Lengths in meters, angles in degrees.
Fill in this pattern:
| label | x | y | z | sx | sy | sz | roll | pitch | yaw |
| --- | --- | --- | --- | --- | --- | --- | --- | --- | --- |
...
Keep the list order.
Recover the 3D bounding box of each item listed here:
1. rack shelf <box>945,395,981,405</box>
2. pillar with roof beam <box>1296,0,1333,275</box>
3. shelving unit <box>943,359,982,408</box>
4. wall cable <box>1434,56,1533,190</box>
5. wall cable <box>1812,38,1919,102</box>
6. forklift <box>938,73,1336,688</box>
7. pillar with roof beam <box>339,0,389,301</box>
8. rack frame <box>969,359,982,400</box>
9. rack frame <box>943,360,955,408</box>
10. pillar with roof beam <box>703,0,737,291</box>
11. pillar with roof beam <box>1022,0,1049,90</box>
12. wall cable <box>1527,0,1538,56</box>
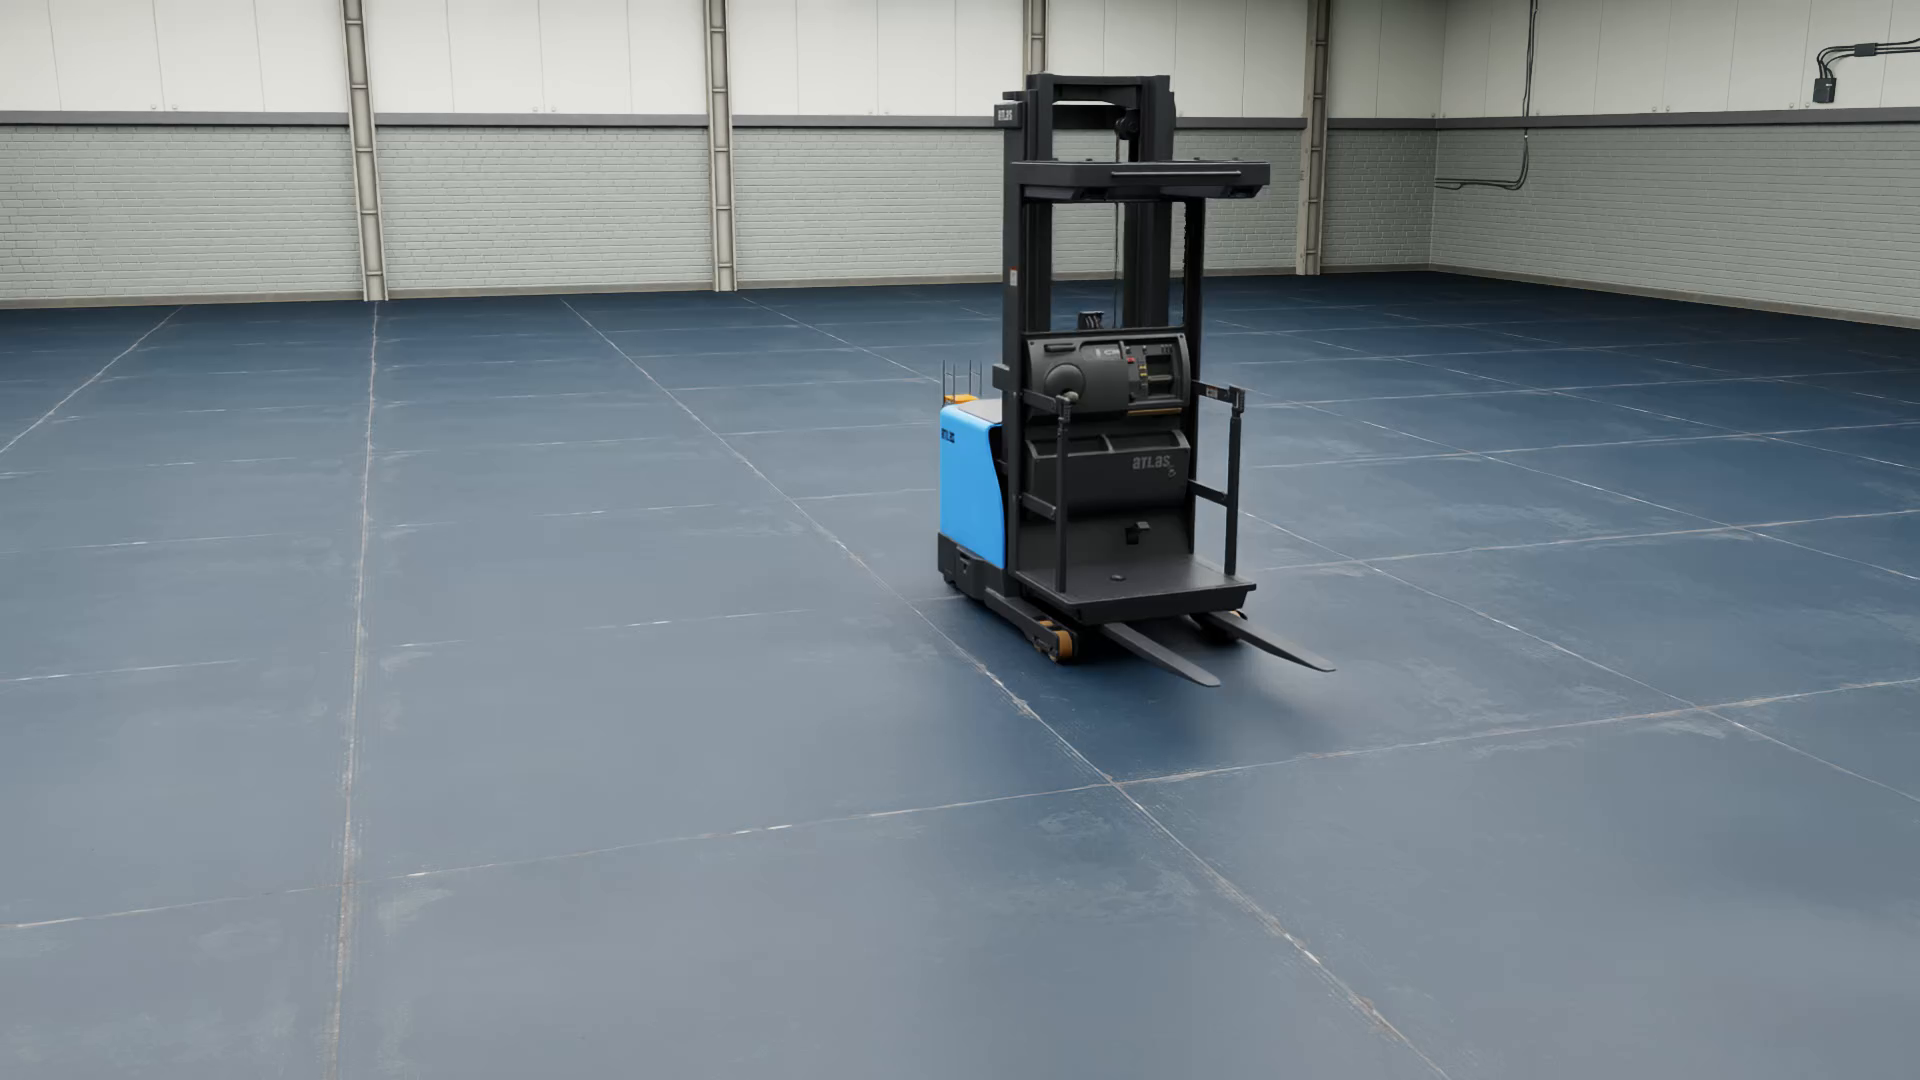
| label | x | y | z | sx | sy | sz | roll | pitch | yaw |
| --- | --- | --- | --- | --- | --- | --- | --- | --- | --- |
| rack shelf | 0.014 | -0.892 | 10.935 | 0.180 | 0.103 | 0.258 | -4 | 14 | -18 |
| pillar with roof beam | 8.471 | -8.862 | 28.955 | 0.400 | 9.000 | 9.100 | -4 | 14 | -18 |
| shelving unit | 0.014 | -0.585 | 11.008 | 0.189 | 1.200 | 0.258 | -4 | 14 | -18 |
| wall cable | 10.312 | -8.223 | 32.978 | 0.112 | 2.526 | 3.097 | -4 | 14 | -18 |
| wall cable | 13.324 | -9.305 | 23.467 | 0.169 | 6.003 | 2.305 | -4 | 14 | -18 |
| forklift | 0.874 | -0.909 | 8.632 | 1.130 | 2.935 | 3.031 | -5 | 14 | -21 |
| pillar with roof beam | -8.589 | -7.534 | 23.370 | 0.400 | 9.000 | 9.100 | -4 | 14 | -18 |
| rack frame | 0.100 | -0.592 | 11.037 | 0.006 | 1.200 | 0.240 | -4 | 14 | -18 |
| rack frame | -0.073 | -0.578 | 10.980 | 0.006 | 1.200 | 0.240 | -4 | 14 | -18 |
| pillar with roof beam | -2.903 | -7.977 | 25.231 | 0.400 | 9.000 | 9.100 | -4 | 14 | -18 |
| pillar with roof beam | 2.784 | -8.420 | 27.093 | 0.400 | 9.000 | 9.100 | -4 | 14 | -18 |
| wall cable | 11.174 | -10.087 | 29.900 | 0.112 | 2.526 | 3.097 | -4 | 14 | -18 |
